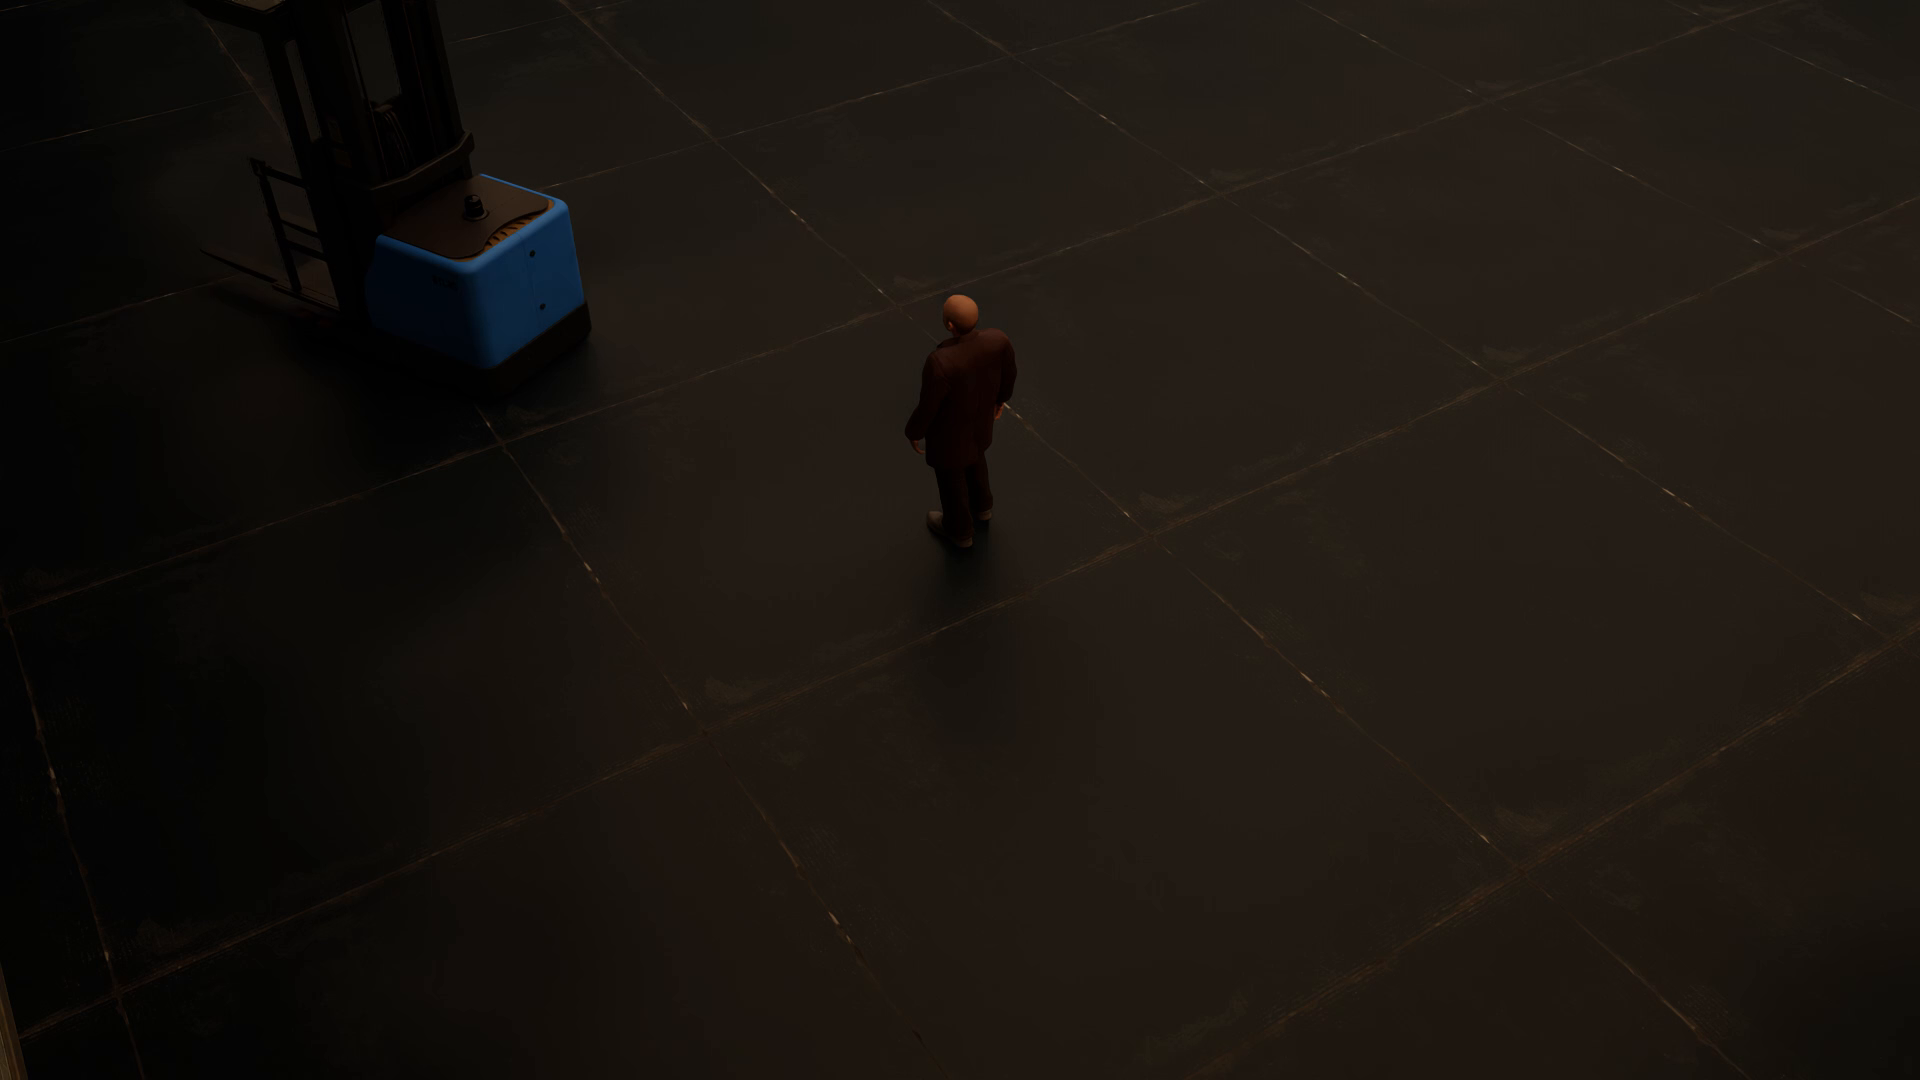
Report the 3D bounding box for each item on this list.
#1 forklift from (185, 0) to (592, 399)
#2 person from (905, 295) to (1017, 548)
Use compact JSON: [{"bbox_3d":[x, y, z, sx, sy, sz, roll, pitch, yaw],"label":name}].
[{"bbox_3d":[-4.121,-2.764,11.034,3.031,2.935,1.130,21,45,22],"label":"forklift"},{"bbox_3d":[-0.046,-0.728,9.569,0.698,1.777,0.580,-23,46,-24],"label":"person"}]
